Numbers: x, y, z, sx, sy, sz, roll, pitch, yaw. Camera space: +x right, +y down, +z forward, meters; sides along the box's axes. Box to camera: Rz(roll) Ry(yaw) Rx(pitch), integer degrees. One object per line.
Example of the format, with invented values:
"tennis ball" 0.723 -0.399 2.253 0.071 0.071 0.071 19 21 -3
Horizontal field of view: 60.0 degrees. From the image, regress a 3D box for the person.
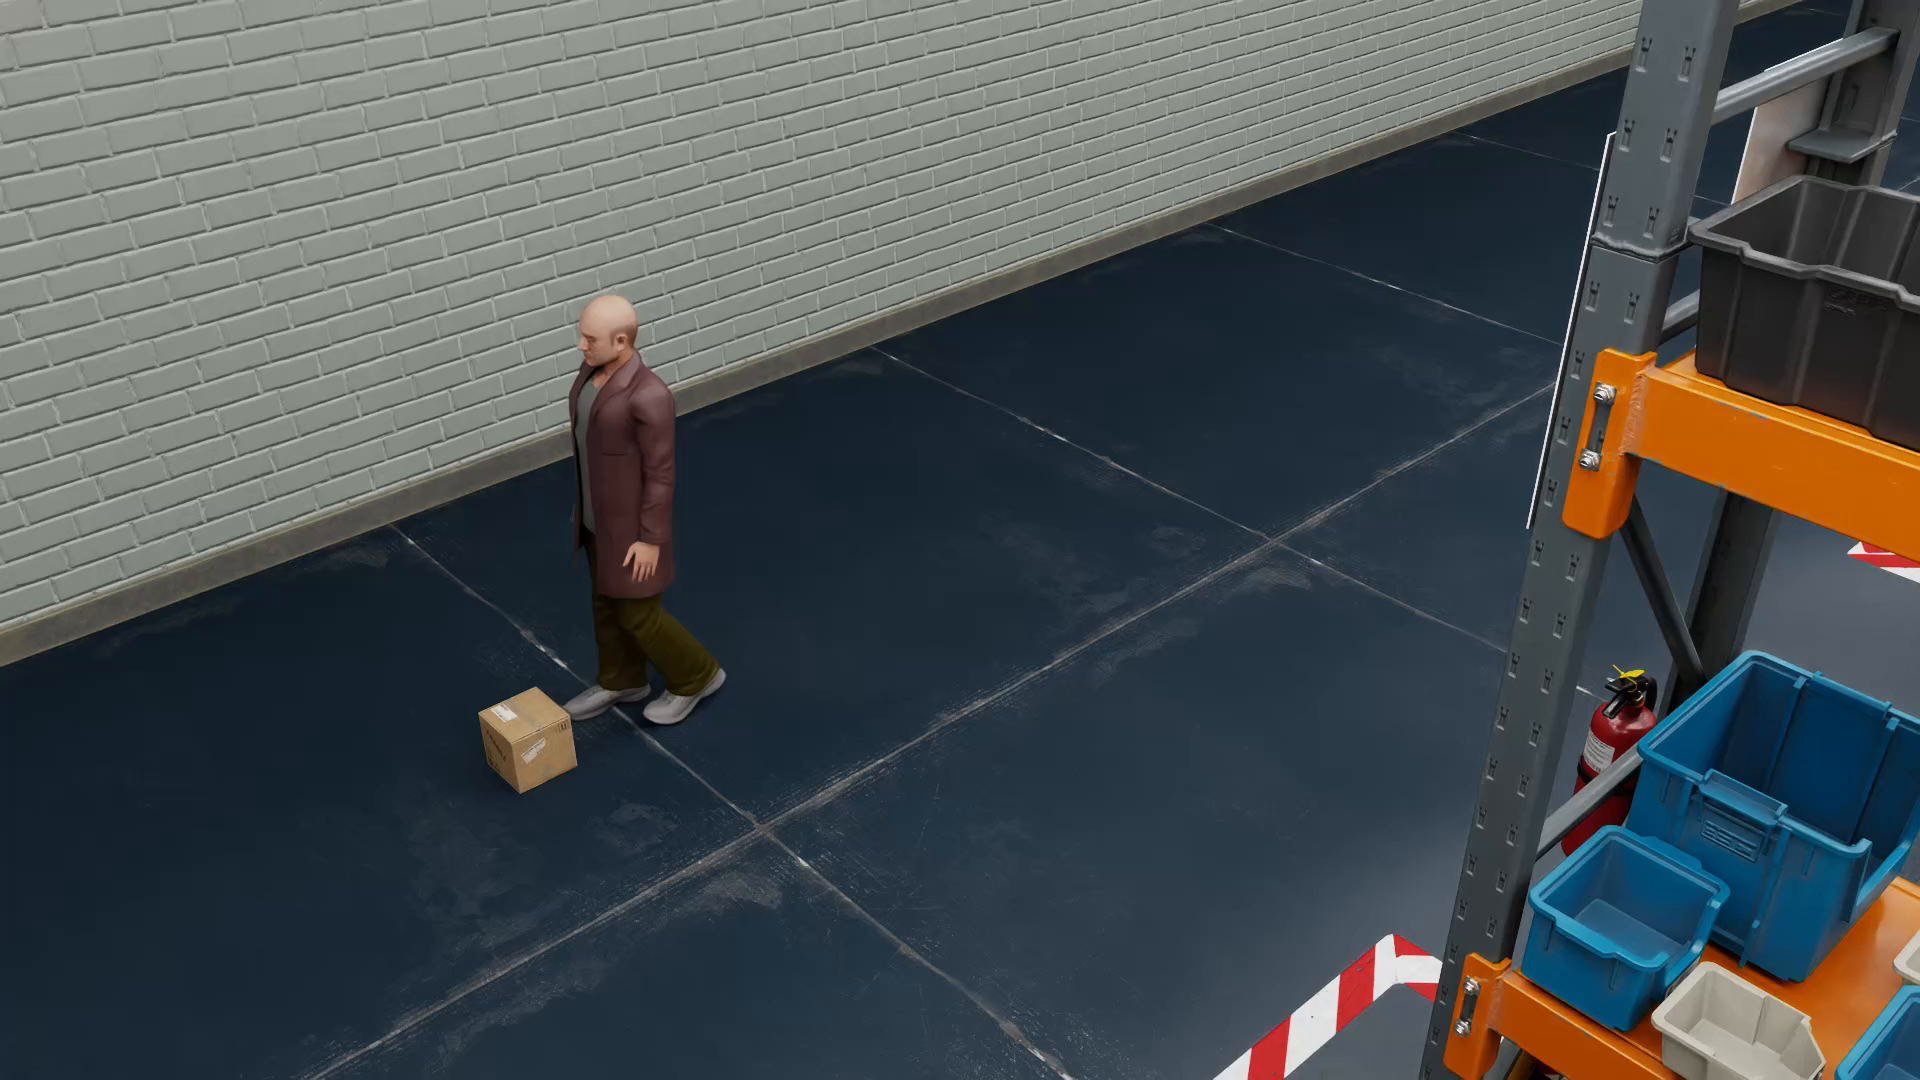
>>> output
"person" -1.273 -0.084 6.267 0.617 1.783 0.609 -21 37 -31
